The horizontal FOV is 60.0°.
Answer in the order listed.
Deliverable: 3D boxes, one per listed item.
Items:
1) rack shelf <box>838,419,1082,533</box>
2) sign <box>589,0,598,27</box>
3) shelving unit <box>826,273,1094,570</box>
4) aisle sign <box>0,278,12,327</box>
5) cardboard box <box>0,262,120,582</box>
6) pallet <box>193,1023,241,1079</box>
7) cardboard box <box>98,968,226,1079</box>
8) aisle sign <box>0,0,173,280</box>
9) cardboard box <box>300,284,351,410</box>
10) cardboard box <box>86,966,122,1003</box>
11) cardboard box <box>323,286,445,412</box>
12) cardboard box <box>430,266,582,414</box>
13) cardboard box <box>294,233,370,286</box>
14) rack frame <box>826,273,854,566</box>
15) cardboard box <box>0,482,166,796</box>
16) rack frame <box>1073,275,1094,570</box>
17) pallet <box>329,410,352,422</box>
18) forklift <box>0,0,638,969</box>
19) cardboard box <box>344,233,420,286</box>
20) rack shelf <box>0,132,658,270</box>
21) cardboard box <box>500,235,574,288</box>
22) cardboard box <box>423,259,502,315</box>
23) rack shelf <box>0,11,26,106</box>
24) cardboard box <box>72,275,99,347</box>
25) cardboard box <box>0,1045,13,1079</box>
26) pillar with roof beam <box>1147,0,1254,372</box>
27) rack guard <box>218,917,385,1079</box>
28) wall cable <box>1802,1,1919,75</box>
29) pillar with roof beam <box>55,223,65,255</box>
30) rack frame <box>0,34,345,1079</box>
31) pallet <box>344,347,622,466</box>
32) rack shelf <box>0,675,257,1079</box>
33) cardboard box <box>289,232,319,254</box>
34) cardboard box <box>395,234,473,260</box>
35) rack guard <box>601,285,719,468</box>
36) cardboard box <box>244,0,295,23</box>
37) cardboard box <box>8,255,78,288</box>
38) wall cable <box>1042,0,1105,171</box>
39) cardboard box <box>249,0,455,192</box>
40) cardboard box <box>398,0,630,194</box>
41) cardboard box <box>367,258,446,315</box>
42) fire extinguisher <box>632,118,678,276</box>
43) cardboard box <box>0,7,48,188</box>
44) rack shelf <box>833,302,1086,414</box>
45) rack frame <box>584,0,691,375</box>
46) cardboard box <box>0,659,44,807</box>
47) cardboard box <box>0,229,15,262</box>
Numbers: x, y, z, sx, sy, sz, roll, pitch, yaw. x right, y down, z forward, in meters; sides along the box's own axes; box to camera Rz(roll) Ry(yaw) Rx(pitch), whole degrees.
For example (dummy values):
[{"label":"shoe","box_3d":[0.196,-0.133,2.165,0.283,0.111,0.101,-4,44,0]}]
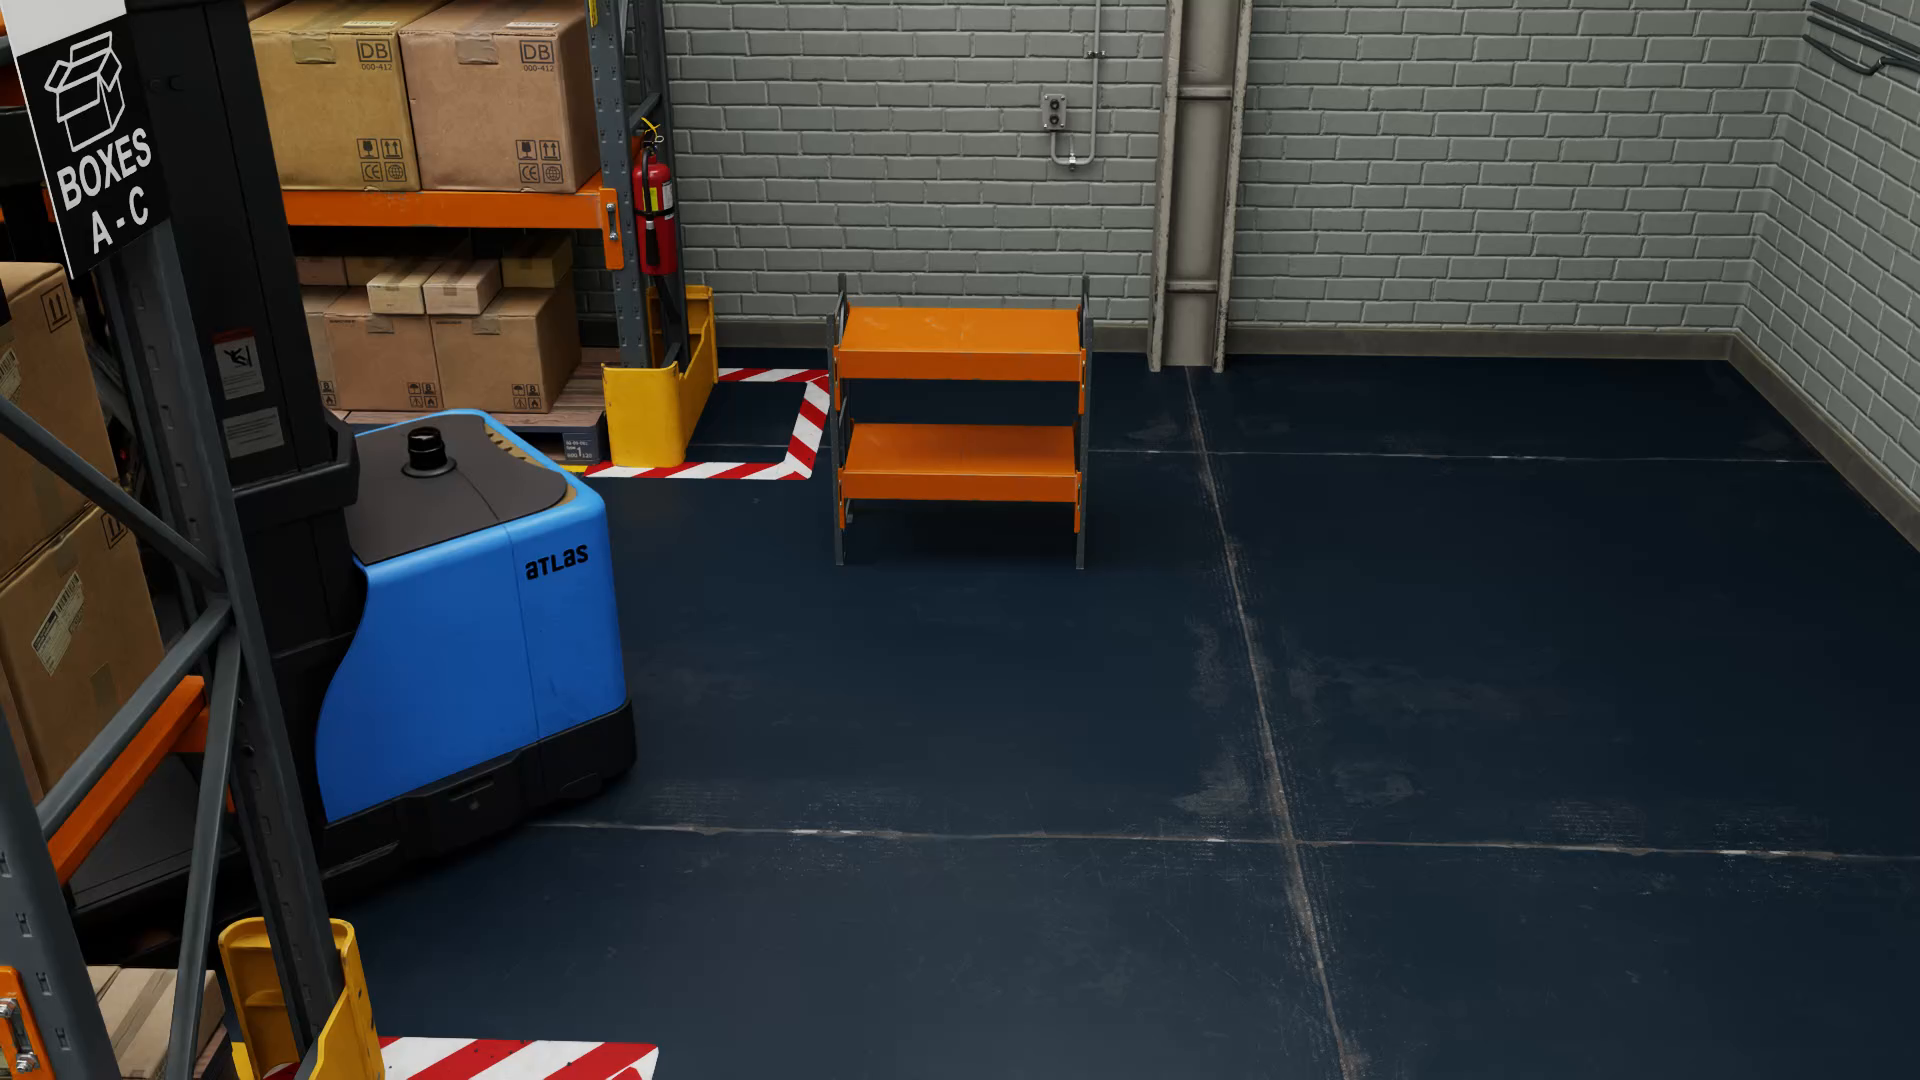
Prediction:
[{"label":"rack shelf","box_3d":[0.007,-0.281,7.101,1.000,0.278,0.538,1,28,2]},{"label":"sign","box_3d":[-1.533,-2.306,6.908,0.005,0.325,0.100,1,28,2]},{"label":"shelving unit","box_3d":[0.007,-0.497,6.986,1.048,1.125,0.538,1,28,2]},{"label":"aisle sign","box_3d":[-1.614,-0.629,2.458,0.004,0.787,0.394,1,28,2]},{"label":"cardboard box","box_3d":[-2.105,-0.241,3.328,0.500,0.500,0.500,2,28,3]},{"label":"pallet","box_3d":[-2.544,1.594,4.019,1.213,0.211,1.003,1,28,2]},{"label":"cardboard box","box_3d":[-2.078,1.273,4.220,0.250,0.149,0.380,1,28,2]},{"label":"aisle sign","box_3d":[-1.593,-0.909,2.987,0.004,0.787,0.394,1,28,2]},{"label":"cardboard box","box_3d":[-3.206,-1.005,8.165,0.500,0.500,0.700,0,28,0]},{"label":"cardboard box","box_3d":[-2.328,1.261,4.224,0.250,0.166,0.380,1,28,2]},{"label":"cardboard box","box_3d":[-2.703,-0.997,8.149,0.500,0.500,0.700,1,28,2]},{"label":"cardboard box","box_3d":[-2.203,-0.989,8.134,0.500,0.500,0.700,1,28,2]},{"label":"cardboard box","box_3d":[-3.082,-1.384,8.185,0.250,0.149,0.380,1,28,3]},{"label":"rack frame","box_3d":[-0.501,-0.505,7.002,0.032,1.125,0.500,1,28,2]},{"label":"cardboard box","box_3d":[-2.105,0.201,3.562,0.500,0.500,0.500,2,28,3]},{"label":"rack frame","box_3d":[0.515,-0.488,6.970,0.032,1.125,0.500,1,28,2]},{"label":"pallet","box_3d":[-3.518,-0.709,8.363,1.213,0.211,1.003,1,28,2]},{"label":"forklift","box_3d":[-2.568,-0.222,4.540,3.031,2.935,1.130,-21,34,-34]},{"label":"cardboard box","box_3d":[-2.828,-1.380,8.178,0.250,0.149,0.380,1,28,2]},{"label":"rack shelf","box_3d":[-3.499,-1.659,7.944,4.000,0.370,1.077,1,28,2]},{"label":"cardboard box","box_3d":[-2.071,-1.367,8.155,0.250,0.149,0.380,1,28,2]},{"label":"cardboard box","box_3d":[-2.338,-1.193,7.825,0.250,0.149,0.380,1,28,1]},{"label":"rack shelf","box_3d":[-3.670,-0.665,2.867,4.000,0.370,1.077,1,28,2]},{"label":"cardboard box","box_3d":[-4.252,-1.020,8.193,0.500,0.500,0.700,1,28,1]},{"label":"cardboard box","box_3d":[-2.223,1.392,3.621,0.500,0.500,0.500,1,28,2]},{"label":"pillar with roof beam","box_3d":[1.077,-2.939,3.187,0.400,9.000,9.100,1,28,2]},{"label":"rack guard","box_3d":[-1.747,1.479,3.927,0.348,0.500,1.175,1,28,2]},{"label":"wall cable","box_3d":[4.140,-2.961,6.544,0.112,2.526,3.097,1,28,2]},{"label":"pillar with roof beam","box_3d":[-4.920,-3.038,3.374,0.400,9.000,9.100,1,28,2]},{"label":"rack frame","box_3d":[-1.671,0.374,3.342,0.053,2.616,0.949,1,28,2]},{"label":"pallet","box_3d":[-2.302,-0.688,8.322,1.213,0.211,1.003,1,28,2]},{"label":"rack shelf","box_3d":[-3.670,0.660,3.570,4.000,0.370,1.077,1,28,2]},{"label":"cardboard box","box_3d":[-3.338,-1.387,8.193,0.250,0.149,0.380,1,28,2]},{"label":"cardboard box","box_3d":[-2.578,-1.375,8.170,0.250,0.149,0.380,1,28,2]},{"label":"rack guard","box_3d":[-1.476,-0.838,8.298,0.348,0.500,1.175,1,28,2]},{"label":"cardboard box","box_3d":[-3.499,-2.103,7.695,0.700,0.700,0.980,0,28,-1]},{"label":"cardboard box","box_3d":[-4.418,-1.226,7.888,0.250,0.149,0.380,2,28,4]},{"label":"wall cable","box_3d":[-0.187,-2.814,8.271,1.851,1.984,0.084,1,28,2]},{"label":"cardboard box","box_3d":[-2.738,-2.086,7.663,0.700,0.700,0.980,1,28,1]},{"label":"cardboard box","box_3d":[-2.010,-2.080,7.650,0.700,0.700,0.980,2,28,4]},{"label":"cardboard box","box_3d":[-2.594,-1.197,7.832,0.250,0.149,0.380,2,28,3]},{"label":"fire extinguisher","box_3d":[-1.366,-1.526,7.407,0.183,0.674,0.296,1,28,2]},{"label":"cardboard box","box_3d":[-4.227,-2.111,7.709,0.700,0.700,0.980,0,28,0]},{"label":"rack shelf","box_3d":[0.007,-0.755,6.849,1.000,0.278,0.538,1,28,2]},{"label":"rack frame","box_3d":[-1.500,-1.943,7.713,0.127,3.000,1.000,1,28,2]},{"label":"cardboard box","box_3d":[-2.129,0.451,3.089,0.500,0.500,0.500,2,28,3]},{"label":"cardboard box","box_3d":[-4.892,-1.412,8.239,0.250,0.149,0.380,1,28,1]}]
